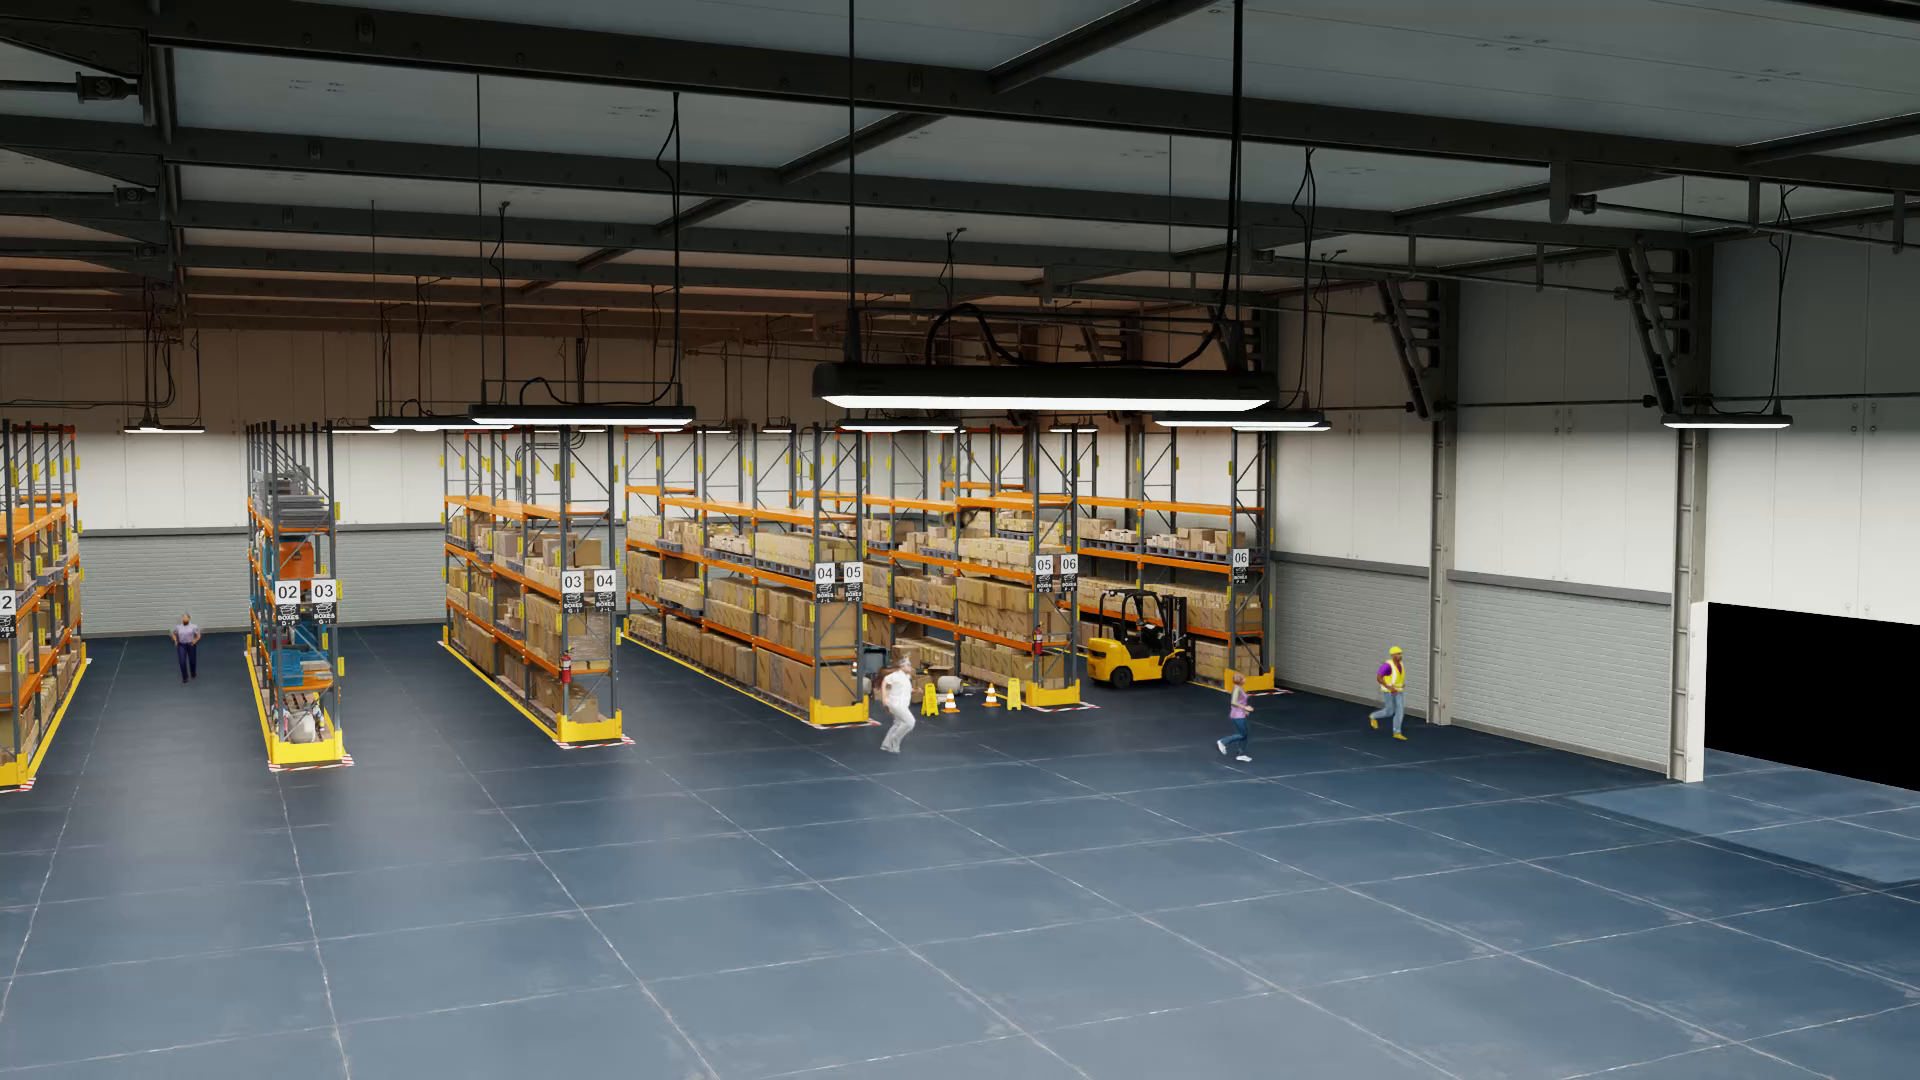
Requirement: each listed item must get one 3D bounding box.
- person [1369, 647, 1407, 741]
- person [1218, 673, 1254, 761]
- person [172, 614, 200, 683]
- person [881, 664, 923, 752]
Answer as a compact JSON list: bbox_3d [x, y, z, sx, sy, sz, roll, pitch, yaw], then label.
[{"bbox_3d":[8.186,2.886,31.606,0.727,1.751,0.885,-3,4,-36],"label":"person"},{"bbox_3d":[4.864,3.112,29.295,0.625,1.559,0.539,1,4,13],"label":"person"},{"bbox_3d":[-18.003,2.507,38.694,0.608,1.595,0.599,-1,4,-22],"label":"person"},{"bbox_3d":[-1.057,2.994,29.914,0.784,1.678,0.701,1,4,19],"label":"person"}]
